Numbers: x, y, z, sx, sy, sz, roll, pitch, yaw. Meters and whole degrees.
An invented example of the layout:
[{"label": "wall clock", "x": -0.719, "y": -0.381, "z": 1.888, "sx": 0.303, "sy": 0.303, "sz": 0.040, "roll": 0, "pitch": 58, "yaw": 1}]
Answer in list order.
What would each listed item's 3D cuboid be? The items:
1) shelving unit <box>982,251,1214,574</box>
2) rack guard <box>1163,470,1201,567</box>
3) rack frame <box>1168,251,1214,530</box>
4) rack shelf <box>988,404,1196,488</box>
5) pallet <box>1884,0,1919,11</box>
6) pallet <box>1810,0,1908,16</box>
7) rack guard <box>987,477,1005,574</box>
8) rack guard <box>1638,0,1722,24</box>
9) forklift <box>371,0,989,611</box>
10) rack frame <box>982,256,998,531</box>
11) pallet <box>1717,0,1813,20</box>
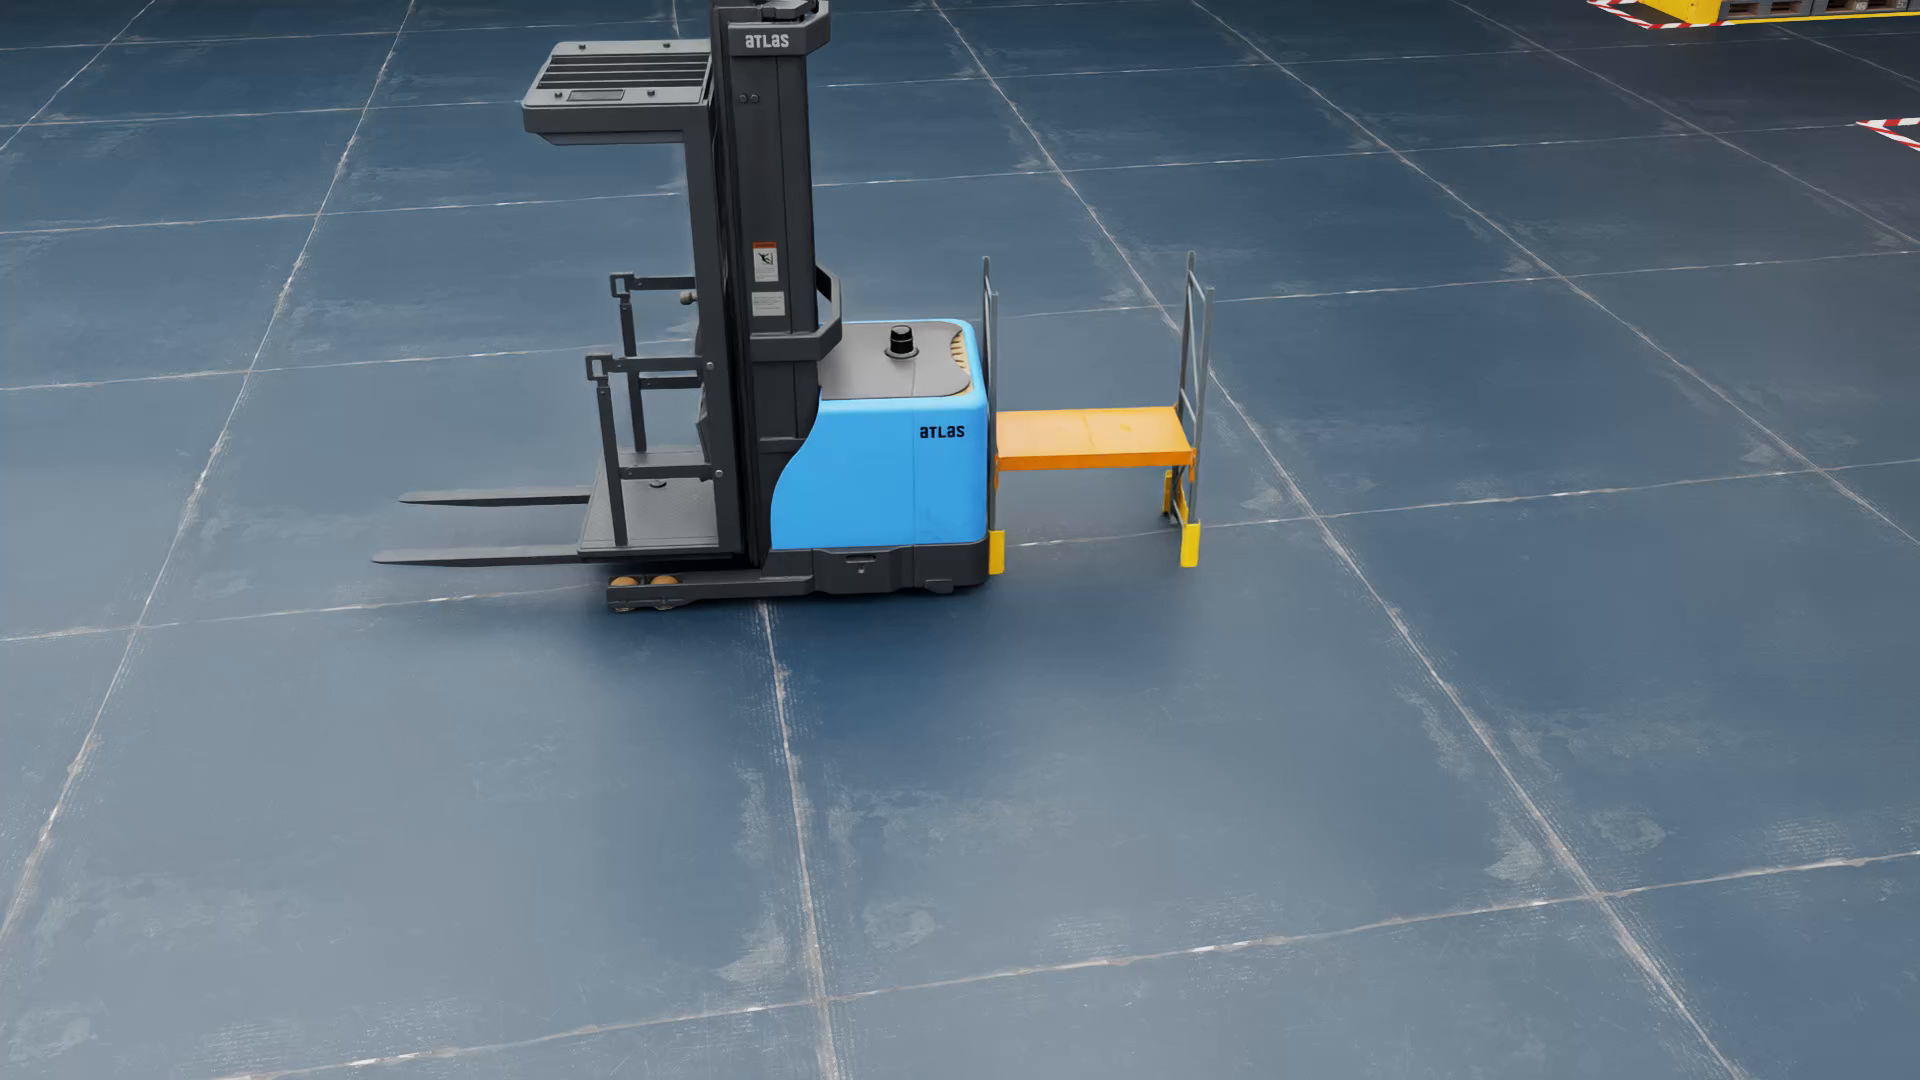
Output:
[{"label": "shelving unit", "x": 0.660, "y": -0.638, "z": 8.356, "sx": 1.083, "sy": 1.500, "sz": 0.587, "roll": -2, "pitch": 31, "yaw": -3}, {"label": "rack guard", "x": 1.157, "y": -0.117, "z": 8.703, "sx": 0.087, "sy": 0.250, "sz": 0.587, "roll": -2, "pitch": 31, "yaw": -3}, {"label": "rack frame", "x": 1.158, "y": -0.656, "z": 8.386, "sx": 0.032, "sy": 1.500, "sz": 0.500, "roll": -2, "pitch": 31, "yaw": -3}, {"label": "rack shelf", "x": 0.651, "y": -0.483, "z": 8.446, "sx": 1.000, "sy": 0.185, "sz": 0.538, "roll": -2, "pitch": 31, "yaw": -3}, {"label": "pallet", "x": 11.372, "y": -6.456, "z": 19.521, "sx": 1.213, "sy": 0.211, "sz": 1.003, "roll": -5, "pitch": 31, "yaw": -9}, {"label": "pallet", "x": 10.169, "y": -6.343, "z": 19.328, "sx": 1.213, "sy": 0.211, "sz": 1.003, "roll": -5, "pitch": 31, "yaw": -9}, {"label": "rack guard", "x": 0.163, "y": -0.082, "z": 8.642, "sx": 0.087, "sy": 0.250, "sz": 0.587, "roll": -2, "pitch": 31, "yaw": -3}, {"label": "rack guard", "x": 8.204, "y": -6.264, "z": 18.910, "sx": 0.348, "sy": 0.500, "sz": 1.175, "roll": -5, "pitch": 31, "yaw": -9}, {"label": "forklift", "x": -1.399, "y": -1.191, "z": 7.885, "sx": 3.031, "sy": 2.935, "sz": 1.130, "roll": -2, "pitch": 31, "yaw": -3}, {"label": "rack frame", "x": 0.144, "y": -0.620, "z": 8.324, "sx": 0.032, "sy": 1.500, "sz": 0.500, "roll": -2, "pitch": 31, "yaw": -3}, {"label": "pallet", "x": 8.972, "y": -6.233, "z": 19.142, "sx": 1.213, "sy": 0.211, "sz": 1.003, "roll": -5, "pitch": 31, "yaw": -9}]
